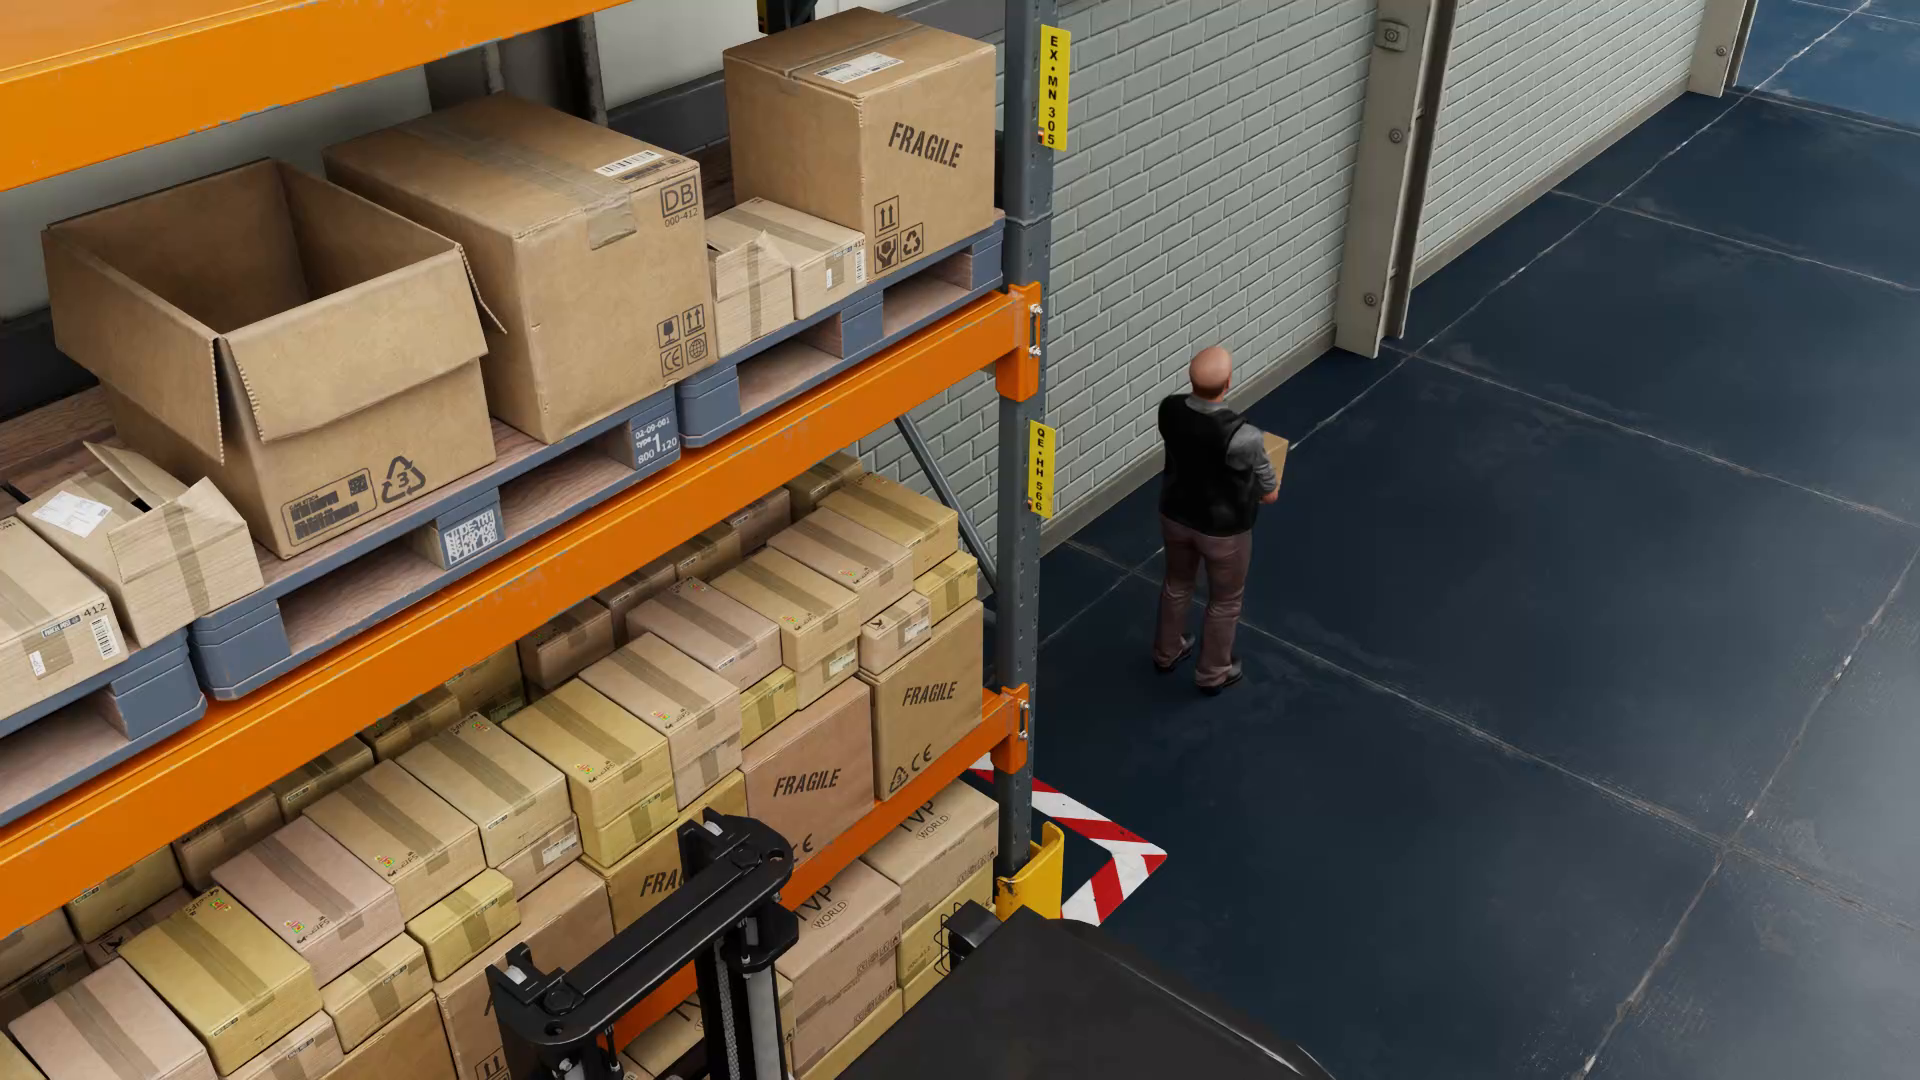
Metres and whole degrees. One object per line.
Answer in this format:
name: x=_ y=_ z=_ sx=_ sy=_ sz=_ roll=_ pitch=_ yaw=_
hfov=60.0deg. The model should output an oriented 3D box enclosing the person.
person: x=1.135 y=-0.134 z=7.367 sx=0.494 sy=1.714 sz=0.554 roll=26 pitch=43 yaw=32
